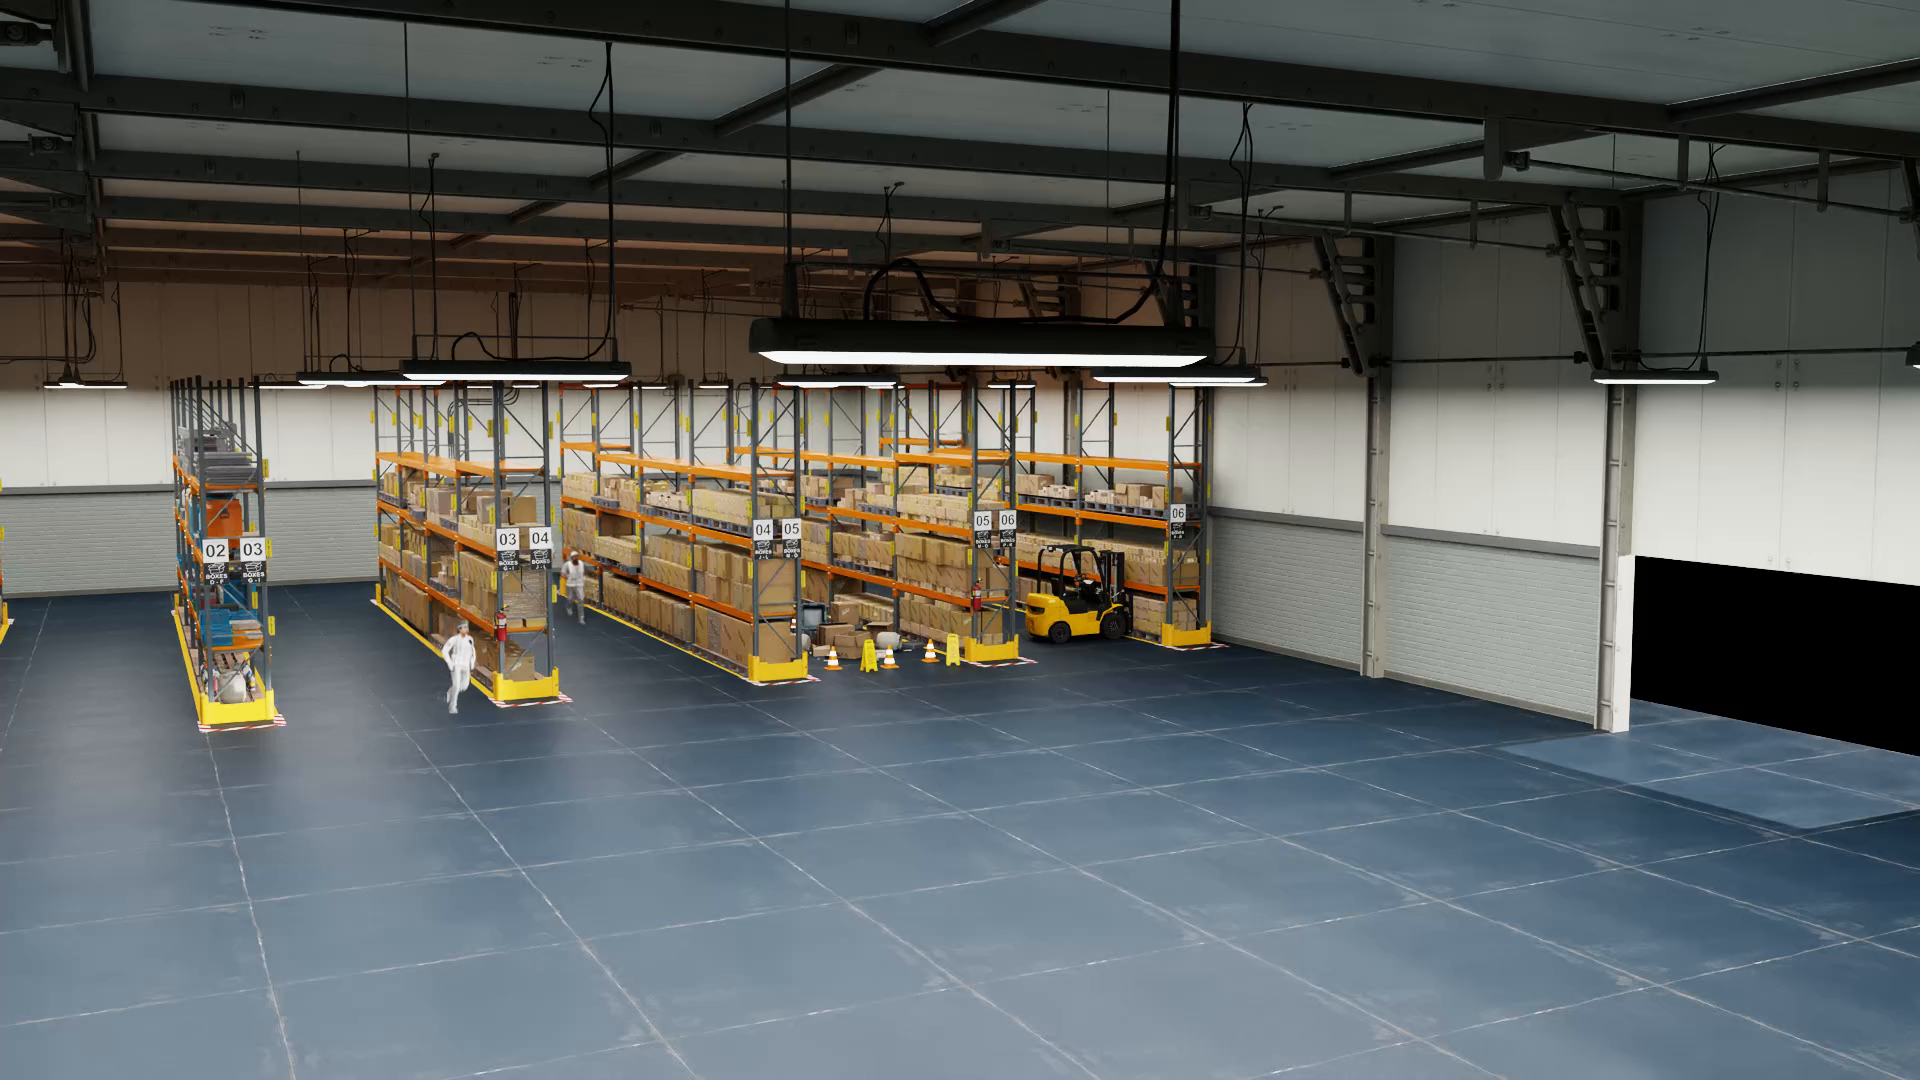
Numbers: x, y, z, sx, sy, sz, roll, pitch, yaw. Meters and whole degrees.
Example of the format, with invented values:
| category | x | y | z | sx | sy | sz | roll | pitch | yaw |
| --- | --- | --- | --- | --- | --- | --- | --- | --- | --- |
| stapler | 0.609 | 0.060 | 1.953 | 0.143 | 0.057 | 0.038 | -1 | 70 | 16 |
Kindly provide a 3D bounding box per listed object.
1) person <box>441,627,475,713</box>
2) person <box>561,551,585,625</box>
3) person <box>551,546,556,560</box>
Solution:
| category | x | y | z | sx | sy | sz | roll | pitch | yaw |
| --- | --- | --- | --- | --- | --- | --- | --- | --- | --- |
| person | -9.035 | 2.282 | 29.998 | 0.663 | 1.605 | 0.531 | -5 | 7 | -43 |
| person | -9.606 | 1.166 | 41.336 | 0.645 | 1.795 | 1.147 | -2 | 6 | -22 |
| person | -11.976 | 0.673 | 47.748 | 0.671 | 1.619 | 0.827 | 2 | 6 | 22 |
